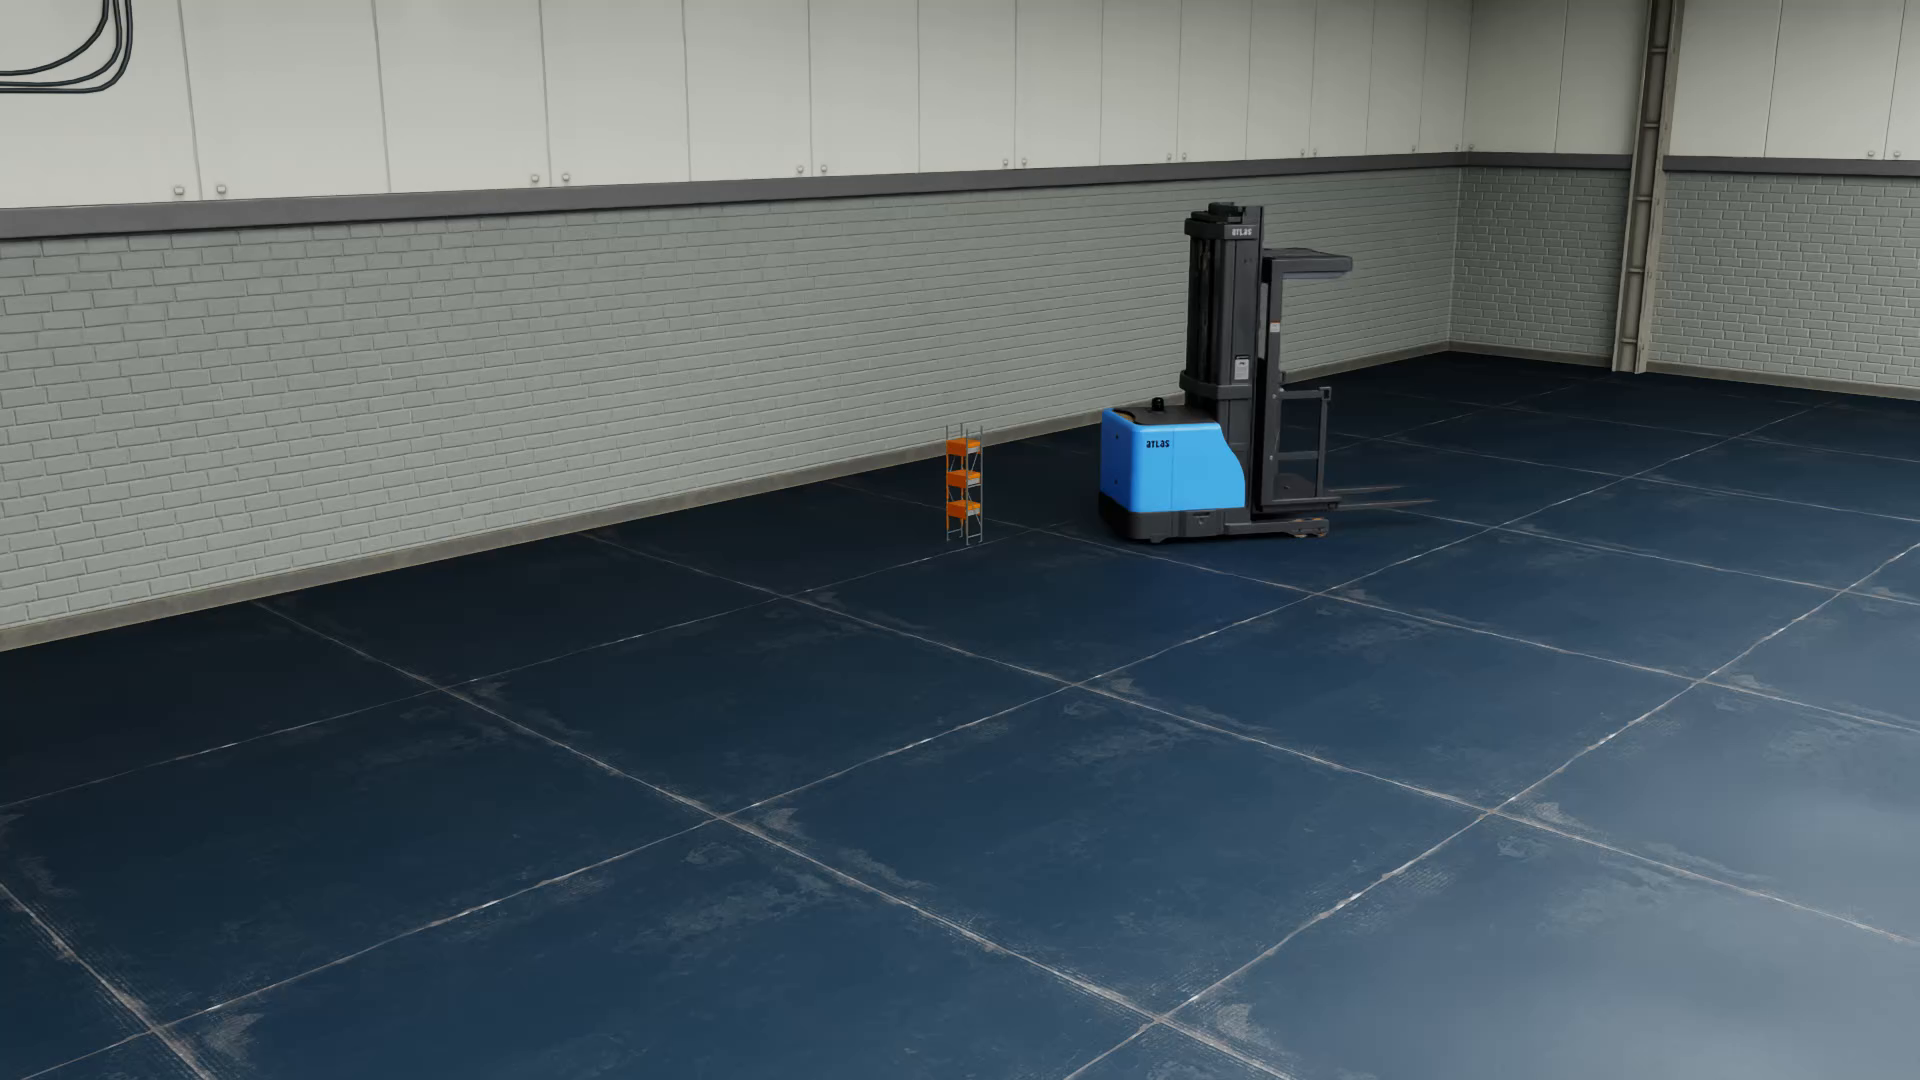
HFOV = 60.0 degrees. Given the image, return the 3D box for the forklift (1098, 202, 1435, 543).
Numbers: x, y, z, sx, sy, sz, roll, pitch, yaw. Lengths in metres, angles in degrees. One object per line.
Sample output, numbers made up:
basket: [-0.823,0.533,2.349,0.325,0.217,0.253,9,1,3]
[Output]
forklift: [2.865,-1.564,15.120,3.031,2.935,1.130,-3,15,-13]

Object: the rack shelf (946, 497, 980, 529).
rack shelf: [0.039,-0.219,14.837,0.240,0.259,0.215,14,20,42]

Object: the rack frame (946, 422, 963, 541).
rack frame: [-0.049,-0.520,14.846,0.008,1.050,0.200,14,20,42]

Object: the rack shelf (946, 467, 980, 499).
rack shelf: [0.039,-0.488,14.766,0.240,0.259,0.215,14,20,42]

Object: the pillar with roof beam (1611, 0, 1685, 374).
pillar with roof beam: [6.856,-6.060,20.343,0.400,9.000,9.100,14,20,42]

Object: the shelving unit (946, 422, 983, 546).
shelving unit: [0.039,-0.499,14.764,0.252,1.050,0.215,14,20,42]

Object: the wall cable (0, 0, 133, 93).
wall cable: [-6.622,-5.246,10.472,0.169,6.003,2.305,14,20,42]

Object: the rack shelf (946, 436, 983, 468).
rack shelf: [0.039,-0.763,14.695,0.240,0.259,0.215,14,20,42]

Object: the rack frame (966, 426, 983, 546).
rack frame: [0.126,-0.477,14.682,0.008,1.050,0.200,14,20,42]
